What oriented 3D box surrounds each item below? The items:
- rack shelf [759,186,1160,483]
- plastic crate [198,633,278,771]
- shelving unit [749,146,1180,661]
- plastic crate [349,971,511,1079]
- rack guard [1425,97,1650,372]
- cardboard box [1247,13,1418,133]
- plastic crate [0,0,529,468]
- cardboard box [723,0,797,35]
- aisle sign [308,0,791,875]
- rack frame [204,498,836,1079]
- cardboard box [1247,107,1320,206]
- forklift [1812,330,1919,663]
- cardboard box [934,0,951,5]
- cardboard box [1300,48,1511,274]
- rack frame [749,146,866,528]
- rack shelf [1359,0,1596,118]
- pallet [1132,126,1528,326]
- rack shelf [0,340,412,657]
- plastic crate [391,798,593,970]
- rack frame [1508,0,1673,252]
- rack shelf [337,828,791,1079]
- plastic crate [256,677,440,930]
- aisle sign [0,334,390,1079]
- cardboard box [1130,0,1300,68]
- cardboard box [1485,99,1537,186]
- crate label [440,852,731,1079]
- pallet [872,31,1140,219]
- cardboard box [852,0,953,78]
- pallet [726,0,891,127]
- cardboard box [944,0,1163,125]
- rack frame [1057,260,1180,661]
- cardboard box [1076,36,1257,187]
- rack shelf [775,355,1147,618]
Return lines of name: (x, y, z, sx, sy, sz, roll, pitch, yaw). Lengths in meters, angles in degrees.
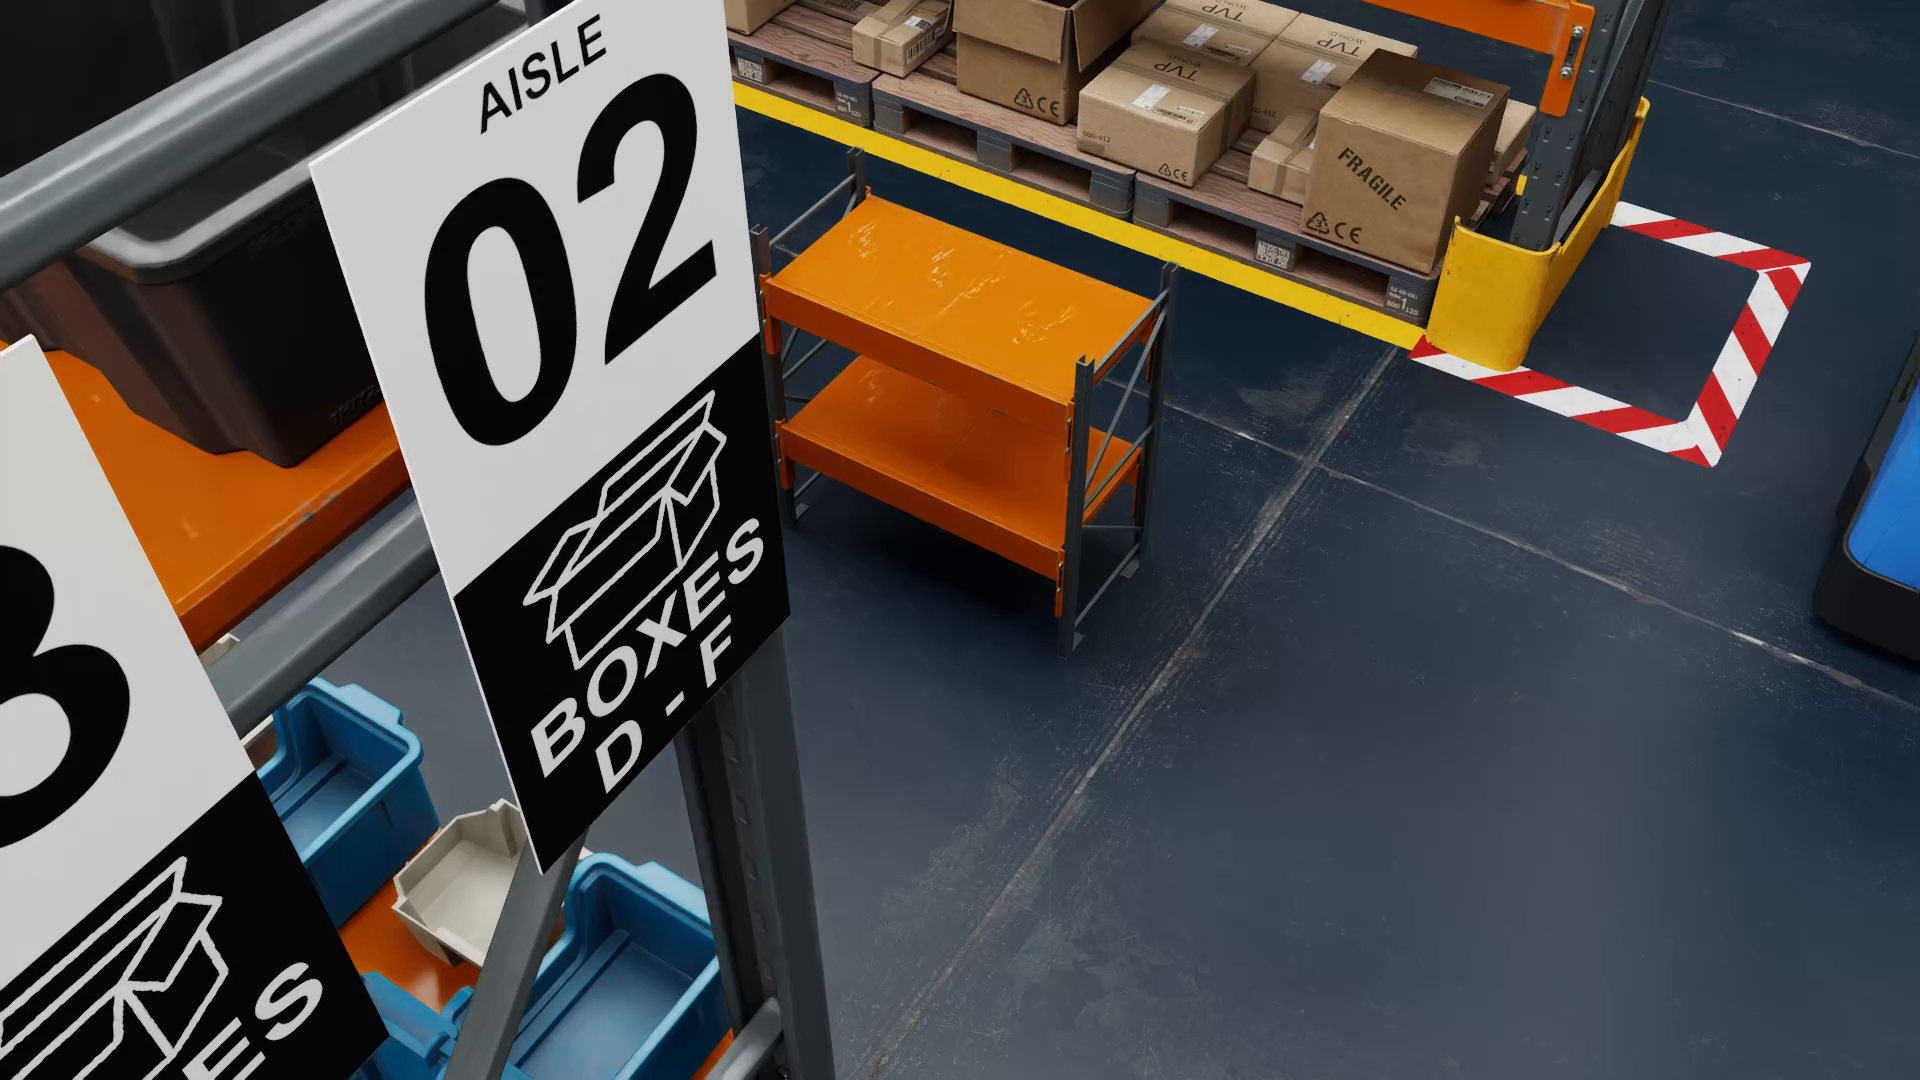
rack shelf: (0.006, -0.593, 4.634, 1.000, 0.278, 0.538, 25, 51, 22)
plastic crate: (-1.340, 0.323, 2.987, 0.298, 0.136, 0.250, 25, 51, 22)
shelving unit: (0.006, -0.389, 4.844, 1.048, 1.125, 0.538, 25, 51, 22)
plastic crate: (-0.896, 0.933, 2.185, 0.499, 0.435, 0.616, 25, 51, 22)
rack guard: (2.100, -1.164, 6.033, 0.348, 0.500, 1.175, 25, 51, 22)
cardboard box: (1.438, -1.776, 6.495, 0.500, 0.250, 0.500, 25, 51, 22)
plastic crate: (-0.687, -0.334, 1.483, 0.590, 0.269, 0.497, 25, 51, 22)
cardboard box: (-0.967, -2.478, 7.134, 0.500, 0.311, 0.500, 25, 51, 22)
aisle sign: (-0.293, -0.074, 1.418, 0.004, 0.787, 0.394, 25, 51, 22)
rack frame: (-0.514, 0.983, 2.203, 0.127, 3.000, 1.000, 25, 51, 22)
cardboard box: (1.281, -1.445, 6.231, 0.250, 0.166, 0.380, 25, 51, 22)
forklift: (3.796, -1.430, 4.596, 1.130, 2.935, 3.031, 26, 51, 23)
cardboard box: (0.061, -2.431, 7.089, 0.500, 0.311, 0.500, 25, 51, 22)
cardboard box: (1.573, -1.350, 5.906, 0.500, 0.500, 0.500, 25, 51, 22)
rack frame: (-0.422, -0.586, 5.035, 0.032, 1.125, 0.500, 25, 51, 22)
rack shelf: (0.480, -2.529, 6.118, 4.000, 0.370, 1.077, 25, 51, 22)
pallet: (1.428, -1.371, 6.436, 1.213, 0.211, 1.003, 25, 51, 22)
rack shelf: (-2.197, -0.586, 2.138, 4.000, 0.370, 1.077, 25, 51, 22)
plastic crate: (-0.769, 0.585, 2.732, 0.298, 0.136, 0.250, 25, 51, 22)
rack frame: (2.164, -2.006, 5.108, 0.127, 3.000, 1.000, 25, 51, 22)
rack shelf: (-2.197, 0.459, 3.214, 4.000, 0.370, 1.077, 25, 51, 22)
plastic crate: (-1.098, 0.471, 2.775, 0.300, 0.233, 0.416, 25, 51, 22)
aisle sign: (-0.611, 0.282, 1.072, 0.004, 0.787, 0.394, 25, 51, 22)
cardboard box: (1.017, -1.970, 6.683, 0.500, 0.250, 0.500, 25, 51, 22)
cardboard box: (1.997, -1.535, 6.331, 0.250, 0.149, 0.380, 25, 51, 22)
crate label: (-0.544, 0.726, 2.528, 0.303, 0.233, 0.416, 25, 51, 22)
pallet: (0.405, -1.844, 6.895, 1.213, 0.211, 1.003, 25, 51, 22)
cardboard box: (-0.233, -2.098, 6.866, 0.250, 0.166, 0.380, 25, 51, 22)
pallet: (-0.626, -2.316, 7.354, 1.213, 0.211, 1.003, 25, 51, 22)
cardboard box: (0.381, -2.114, 6.646, 0.637, 0.503, 0.797, 25, 51, 22)
rack frame: (0.434, -0.193, 4.653, 0.032, 1.125, 0.500, 25, 51, 22)
cardboard box: (0.790, -1.649, 6.371, 0.500, 0.250, 0.500, 25, 51, 22)
rack shelf: (0.006, -0.219, 5.019, 1.000, 0.278, 0.538, 25, 51, 22)
